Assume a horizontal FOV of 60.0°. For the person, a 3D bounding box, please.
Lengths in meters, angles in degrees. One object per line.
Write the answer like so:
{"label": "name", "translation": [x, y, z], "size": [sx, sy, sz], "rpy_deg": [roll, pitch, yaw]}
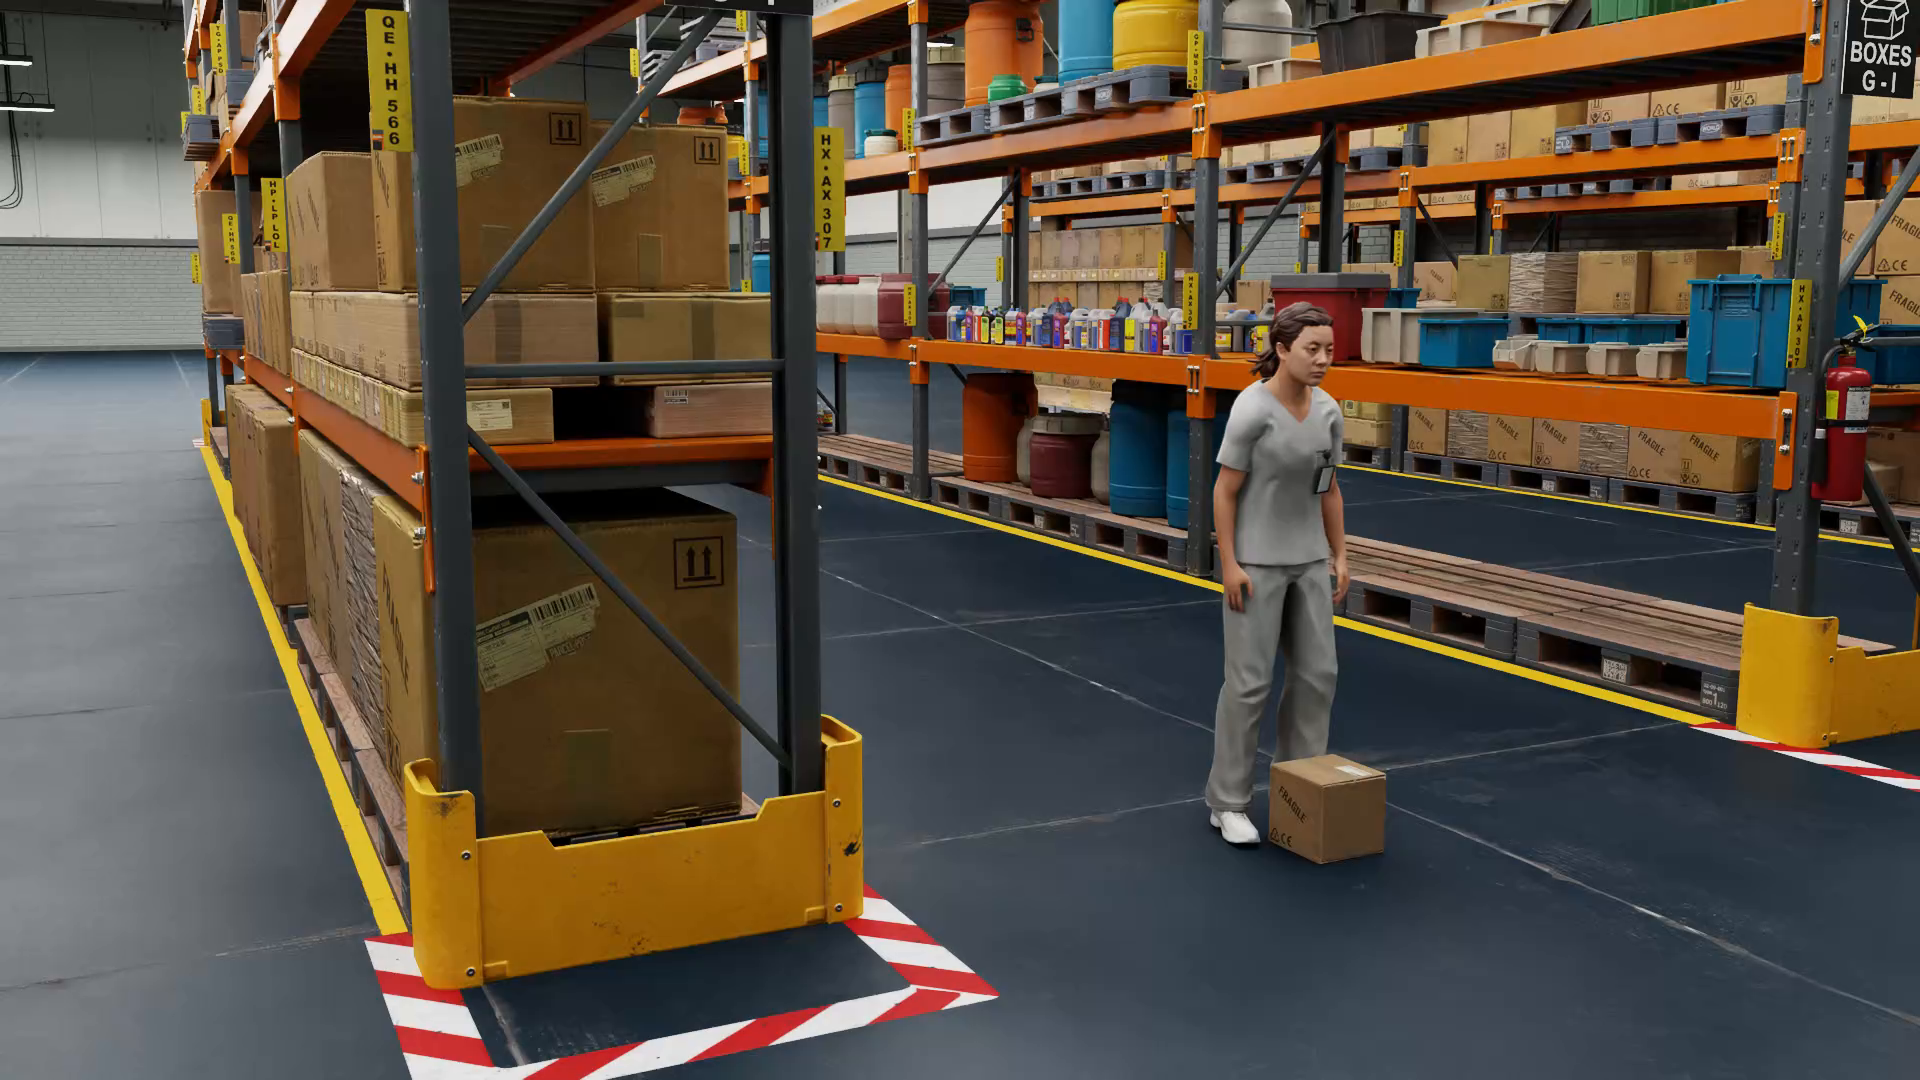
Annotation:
{"label": "person", "translation": [1.024, 0.095, 5.220], "size": [0.488, 1.673, 0.403], "rpy_deg": [-4, 10, -26]}
